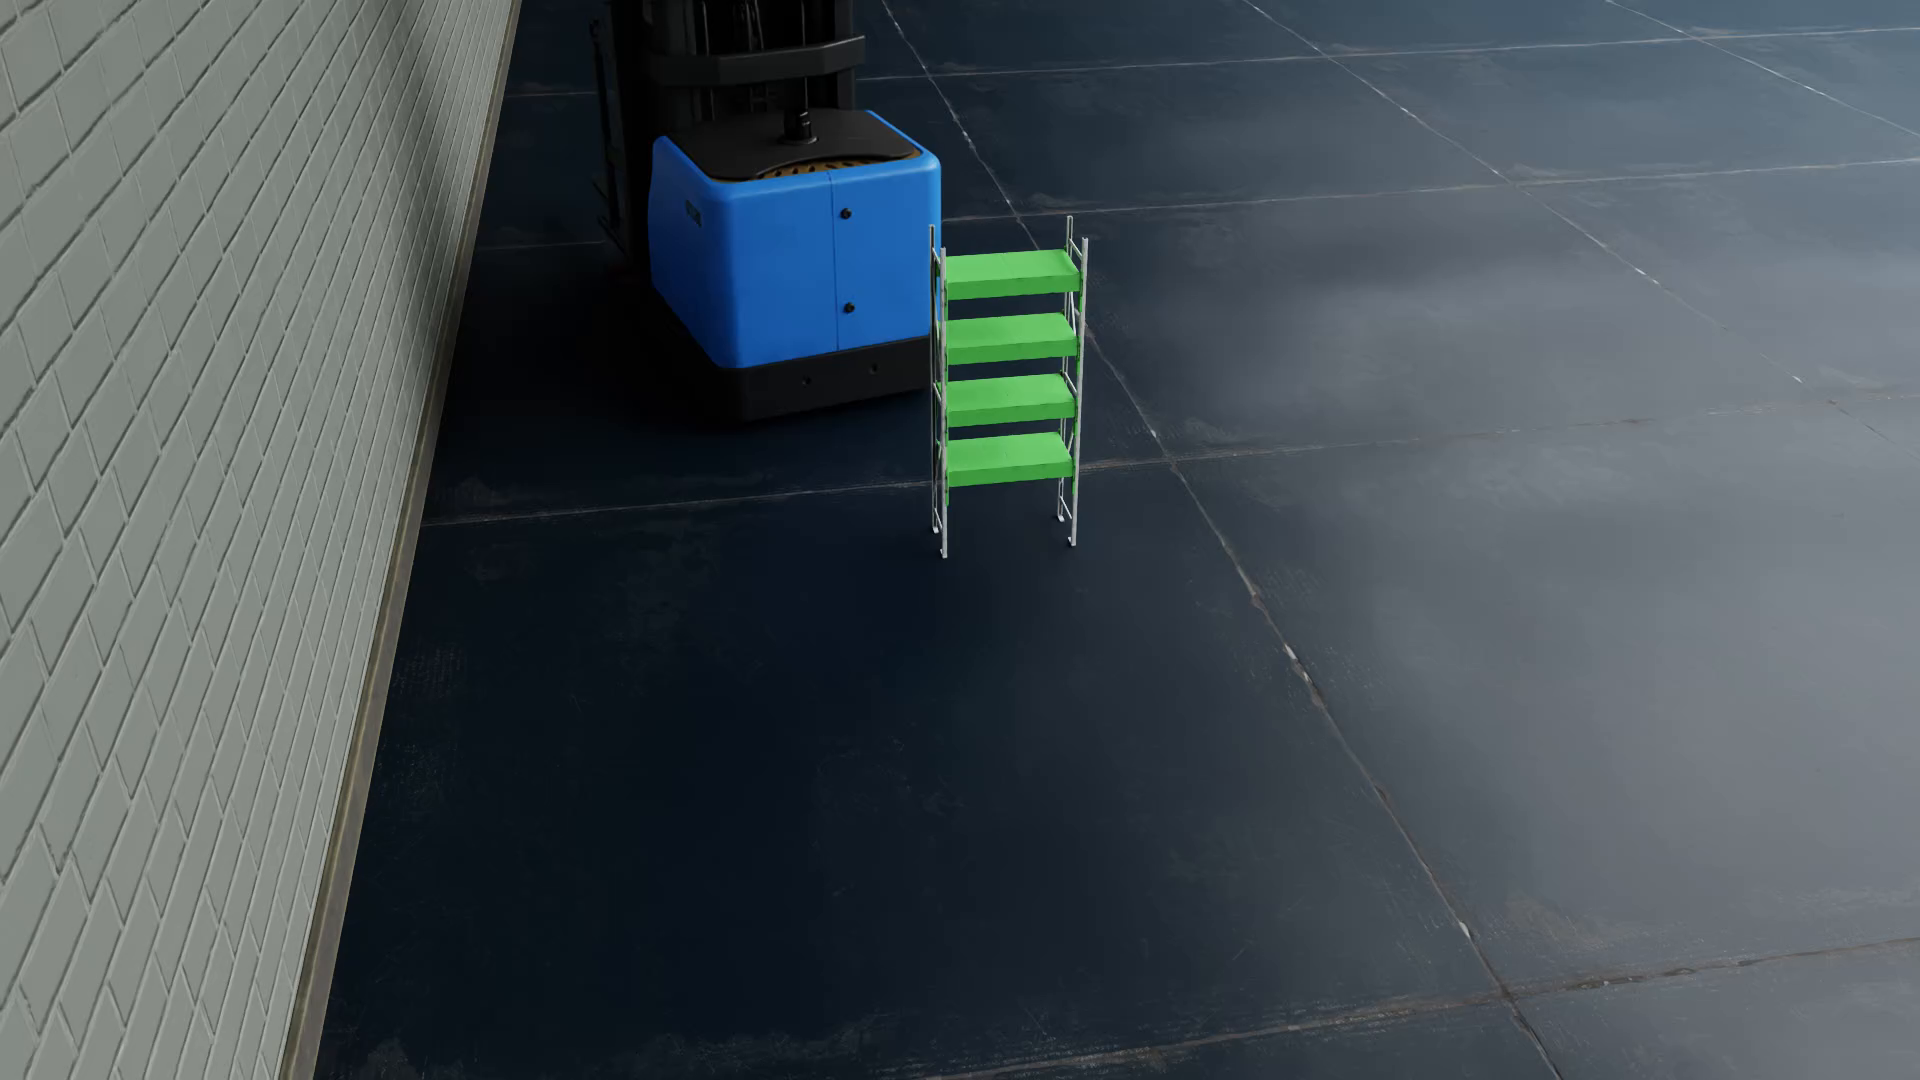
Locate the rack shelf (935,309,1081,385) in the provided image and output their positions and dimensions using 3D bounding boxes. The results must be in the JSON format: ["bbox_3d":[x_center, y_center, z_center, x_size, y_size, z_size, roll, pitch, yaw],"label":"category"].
[{"bbox_3d":[0.163,-0.684,5.882,0.480,0.148,0.258,-5,31,-9],"label":"rack shelf"}]

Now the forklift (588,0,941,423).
[{"bbox_3d":[-1.131,-2.481,7.578,1.130,2.935,3.031,-13,33,-21],"label":"forklift"}]

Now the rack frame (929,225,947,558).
[{"bbox_3d":[-0.077,-0.510,5.934,0.015,1.200,0.240,-5,31,-9],"label":"rack frame"}]

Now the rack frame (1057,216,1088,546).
[{"bbox_3d":[0.403,-0.555,6.009,0.015,1.200,0.240,-5,31,-9],"label":"rack frame"}]

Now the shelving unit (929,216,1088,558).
[{"bbox_3d":[0.163,-0.532,5.972,0.503,1.200,0.258,-5,31,-9],"label":"shelving unit"}]

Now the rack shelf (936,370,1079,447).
[{"bbox_3d":[0.163,-0.477,6.004,0.480,0.148,0.258,-5,31,-9],"label":"rack shelf"}]

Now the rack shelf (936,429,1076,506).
[{"bbox_3d":[0.163,-0.270,6.126,0.480,0.148,0.258,-5,31,-9],"label":"rack shelf"}]

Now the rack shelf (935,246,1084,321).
[{"bbox_3d":[0.163,-0.891,5.761,0.480,0.148,0.258,-5,31,-9],"label":"rack shelf"}]
